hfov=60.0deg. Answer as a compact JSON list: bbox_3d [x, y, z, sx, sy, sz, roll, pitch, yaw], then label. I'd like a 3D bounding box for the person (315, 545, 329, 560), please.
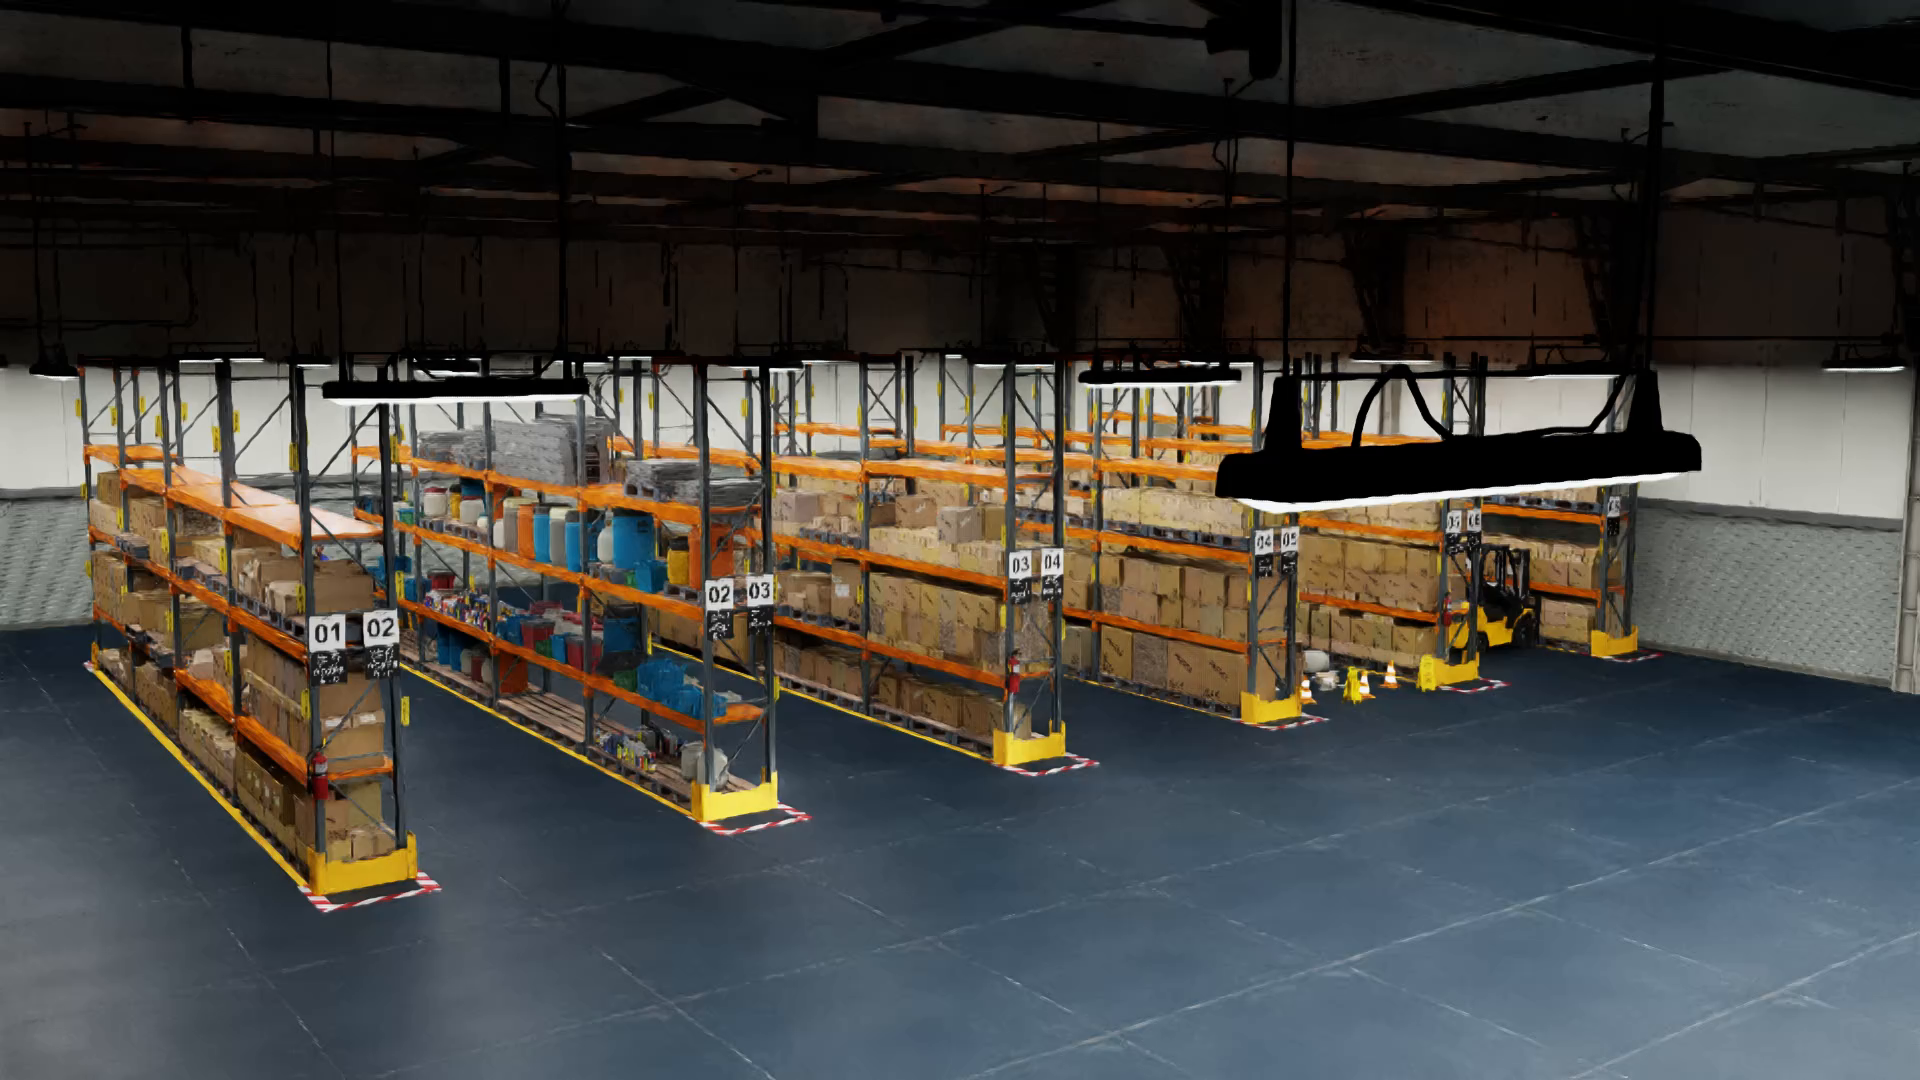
[{"bbox_3d":[-14.724,0.889,38.288,0.443,1.586,1.001,-3,8,-25],"label":"person"}]
